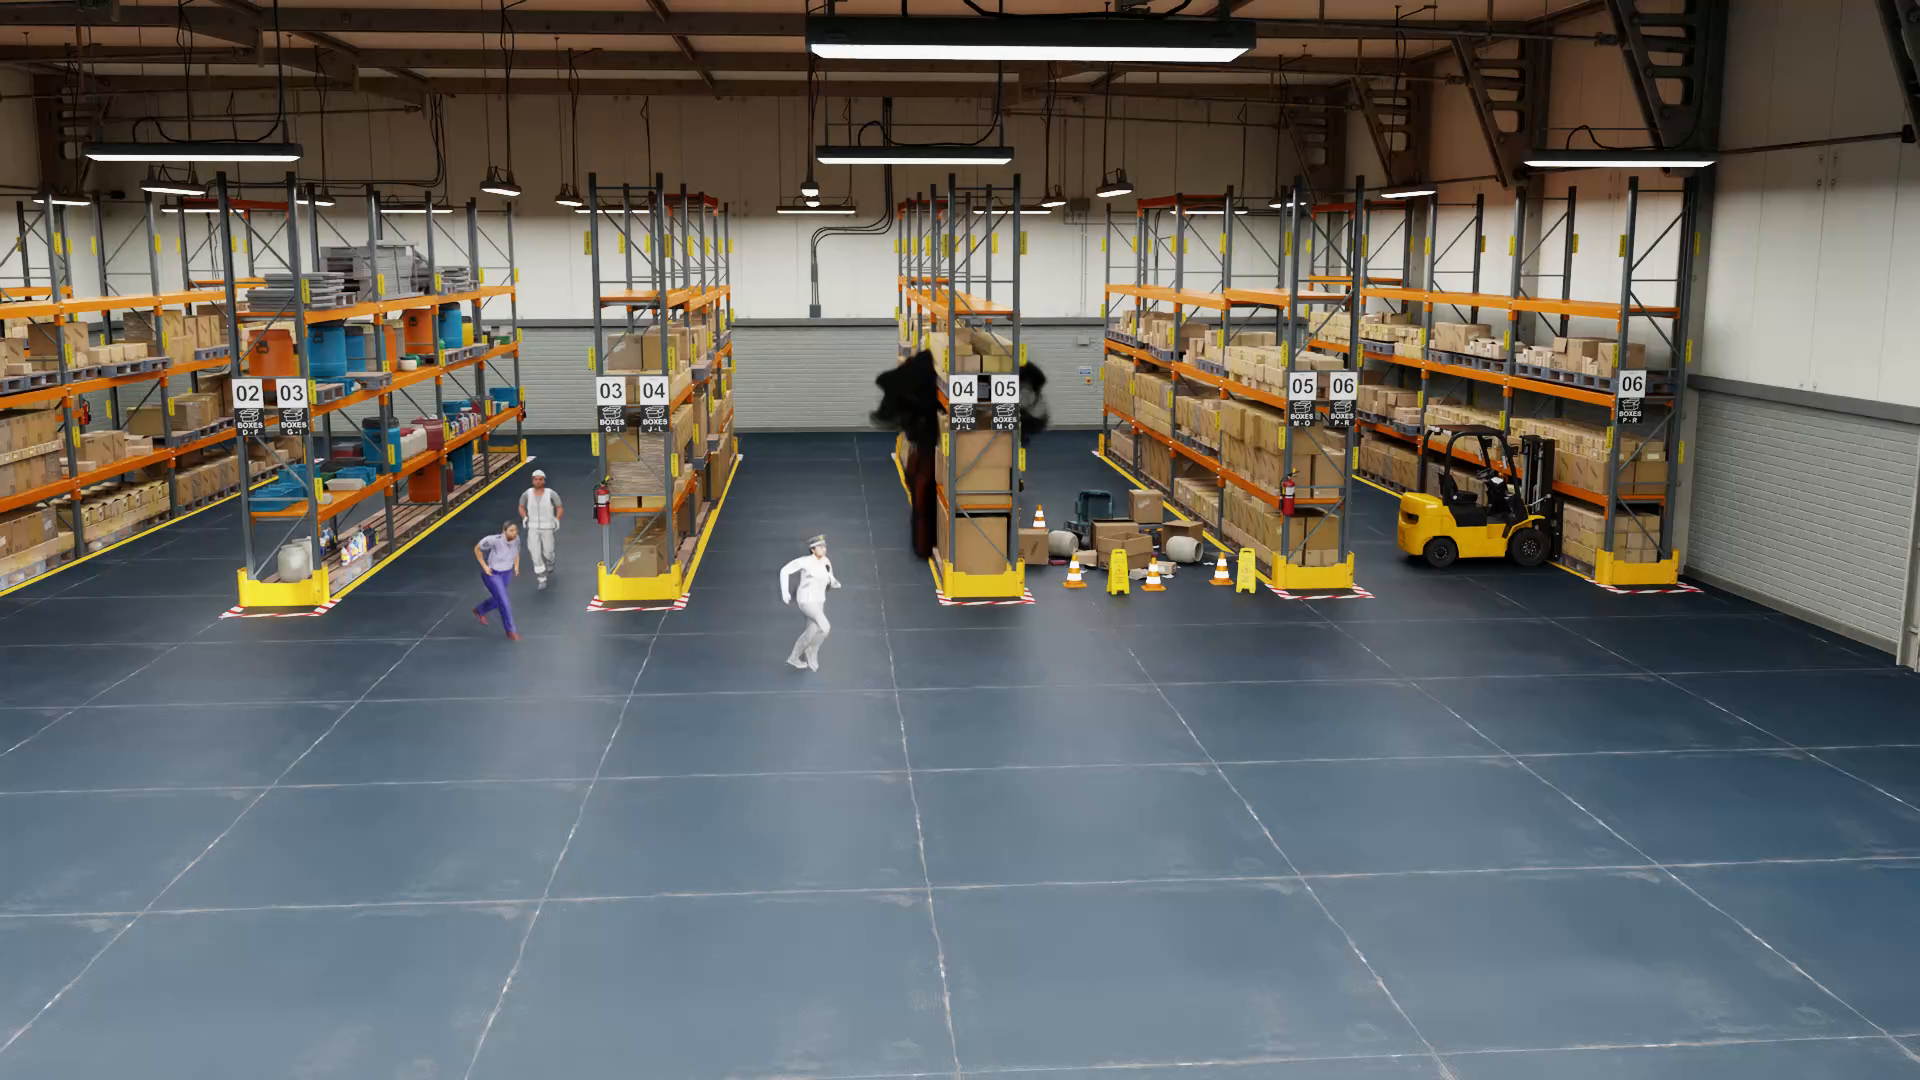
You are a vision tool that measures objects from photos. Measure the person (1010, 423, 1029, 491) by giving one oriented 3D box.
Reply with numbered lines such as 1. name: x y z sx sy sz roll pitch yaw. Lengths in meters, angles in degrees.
1. person: 1.043 -1.780 33.797 0.709 1.763 0.887 -1 10 -6

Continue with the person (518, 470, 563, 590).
1. person: -6.233 -0.173 24.715 0.655 1.750 0.689 -1 10 -6

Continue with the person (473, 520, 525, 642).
1. person: -6.030 0.516 21.497 0.973 1.583 0.629 8 13 38

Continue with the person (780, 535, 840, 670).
1. person: -1.744 0.742 19.632 0.760 1.636 0.643 8 13 37
